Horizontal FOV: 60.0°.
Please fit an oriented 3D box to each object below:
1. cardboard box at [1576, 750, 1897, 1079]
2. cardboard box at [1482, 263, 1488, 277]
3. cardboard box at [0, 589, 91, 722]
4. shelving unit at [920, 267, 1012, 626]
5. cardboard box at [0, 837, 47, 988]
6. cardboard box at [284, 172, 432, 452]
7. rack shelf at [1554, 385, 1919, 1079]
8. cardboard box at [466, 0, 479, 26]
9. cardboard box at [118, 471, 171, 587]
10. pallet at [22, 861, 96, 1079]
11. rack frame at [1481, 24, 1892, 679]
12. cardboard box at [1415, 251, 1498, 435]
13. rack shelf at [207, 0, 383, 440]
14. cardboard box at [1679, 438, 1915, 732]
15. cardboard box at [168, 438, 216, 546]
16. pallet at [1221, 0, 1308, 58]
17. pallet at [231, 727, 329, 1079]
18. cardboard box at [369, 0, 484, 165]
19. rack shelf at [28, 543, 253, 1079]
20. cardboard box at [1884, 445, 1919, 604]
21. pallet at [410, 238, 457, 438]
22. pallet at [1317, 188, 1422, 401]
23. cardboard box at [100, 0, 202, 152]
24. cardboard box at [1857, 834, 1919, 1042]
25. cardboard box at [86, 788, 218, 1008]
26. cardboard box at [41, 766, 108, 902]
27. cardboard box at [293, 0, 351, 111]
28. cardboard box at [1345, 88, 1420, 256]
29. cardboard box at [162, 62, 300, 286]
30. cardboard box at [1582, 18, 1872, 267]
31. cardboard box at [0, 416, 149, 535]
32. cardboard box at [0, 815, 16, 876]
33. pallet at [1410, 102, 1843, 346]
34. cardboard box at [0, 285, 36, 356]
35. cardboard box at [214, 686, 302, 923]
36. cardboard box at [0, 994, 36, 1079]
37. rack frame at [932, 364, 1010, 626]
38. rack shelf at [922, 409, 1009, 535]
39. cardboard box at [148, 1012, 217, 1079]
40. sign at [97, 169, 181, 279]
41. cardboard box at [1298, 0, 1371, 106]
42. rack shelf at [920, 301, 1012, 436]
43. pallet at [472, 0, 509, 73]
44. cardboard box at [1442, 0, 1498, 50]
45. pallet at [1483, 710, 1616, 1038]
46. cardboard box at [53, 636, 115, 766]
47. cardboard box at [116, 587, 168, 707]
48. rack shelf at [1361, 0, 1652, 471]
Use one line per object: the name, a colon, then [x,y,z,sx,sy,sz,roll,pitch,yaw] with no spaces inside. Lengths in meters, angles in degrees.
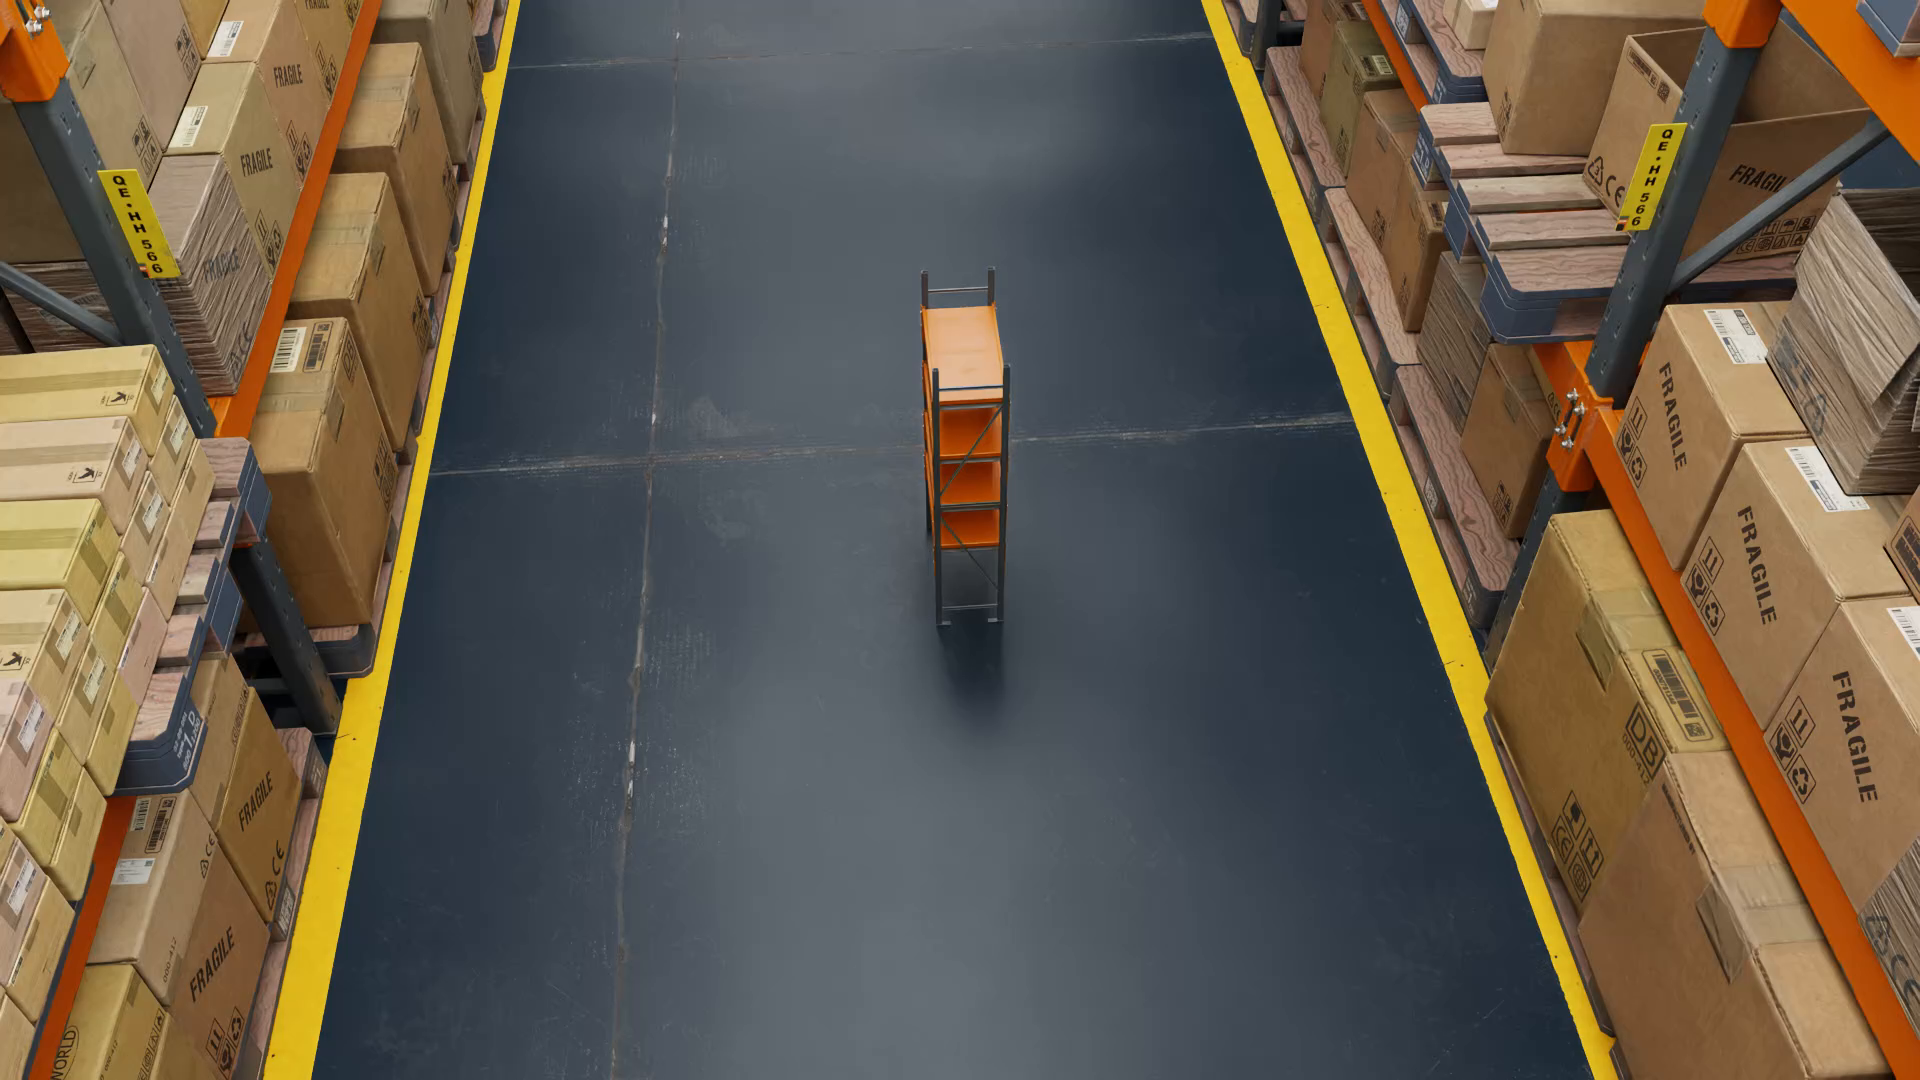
cardboard box: [2.445,1.121,4.296,1.225,0.875,0.875,-3,47,-3]
cardboard box: [2.201,-1.027,6.058,0.500,0.250,0.500,1,47,1]
cardboard box: [-2.045,0.246,3.425,0.380,0.149,0.250,-2,47,-2]
shelving unit: [0.014,-0.293,5.701,0.258,1.200,0.503,-3,47,-3]
cardboard box: [-2.004,0.720,3.181,0.380,0.149,0.250,-2,47,-2]
cardboard box: [-2.648,-0.832,6.232,1.050,0.750,0.750,-3,47,-3]
rack shelf: [2.509,1.084,3.653,1.077,0.370,4.000,-3,47,-3]
cardboard box: [-2.928,-3.150,8.341,0.875,0.875,0.875,-3,47,-3]
cardboard box: [-2.091,-0.020,3.882,0.380,0.149,0.250,-2,47,-2]
pallet: [-2.403,1.113,3.262,1.003,0.211,1.213,-3,47,-3]
rack frame: [2.341,-0.611,4.763,1.000,3.000,0.127,-3,47,-3]
cardboard box: [2.206,-0.787,6.348,0.700,0.500,0.500,-7,47,-7]
rack shelf: [-2.777,-1.582,6.178,1.077,0.370,4.000,-3,47,-3]
cardboard box: [2.156,0.096,4.024,0.500,0.500,0.500,-5,47,-4]
cardboard box: [-2.110,-0.112,4.173,0.380,0.149,0.250,-3,47,-3]
pallet: [1.915,-3.030,8.974,1.003,0.211,1.213,-3,47,-3]
pallet: [-2.546,1.142,5.023,1.003,0.211,1.213,-3,47,-3]
cardboard box: [-2.803,-2.204,7.531,1.050,0.750,0.750,-4,47,-3]
rack shelf: [-2.442,1.312,3.437,1.077,0.370,4.000,-3,47,-3]
cardboard box: [2.438,0.011,3.413,0.797,0.503,0.637,-3,47,-2]
pallet: [-2.700,-0.879,6.937,1.003,0.211,1.213,-3,47,-3]
pallet: [2.178,-1.098,7.145,1.003,0.211,1.213,-3,47,-3]
cardboard box: [-2.681,-1.452,4.802,0.700,0.500,0.500,-4,47,-4]
cardboard box: [2.243,0.828,3.331,0.500,0.500,0.500,-3,47,-3]
cardboard box: [-2.238,0.918,4.230,0.500,0.250,0.500,-3,47,-3]
cardboard box: [-2.028,0.629,3.472,0.380,0.149,0.250,-5,47,-5]
cardboard box: [-2.505,-1.851,5.868,0.500,0.500,0.500,-4,47,-4]
cardboard box: [2.105,-1.600,7.118,0.700,0.500,0.500,-7,47,-7]
cardboard box: [-2.424,-1.126,5.181,0.500,0.500,0.500,-4,47,-4]
cardboard box: [2.256,-1.178,4.942,0.500,0.500,0.500,-9,47,-8]
cardboard box: [-2.093,-0.136,3.787,0.380,0.149,0.250,-4,47,-4]
cardboard box: [-2.006,0.617,3.073,0.380,0.149,0.250,-1,47,-1]
pallet: [2.175,-1.054,5.314,1.213,0.211,1.003,-3,47,-3]
cardboard box: [-2.915,-0.726,4.803,0.500,0.500,0.500,-3,47,-3]
cardboard box: [-2.294,0.793,4.866,0.500,0.500,0.500,-4,47,-3]
cardboard box: [-1.982,1.014,3.108,0.380,0.149,0.250,-5,47,-5]
rack frame: [0.034,-0.116,5.534,0.240,1.200,0.015,-3,47,-3]
rack shelf: [0.014,-0.247,5.750,0.258,0.148,0.480,-3,47,-3]
cardboard box: [-2.194,1.550,4.148,0.500,0.500,0.500,-5,47,-5]
sign: [-2.070,-0.793,4.192,0.100,0.325,0.005,-3,47,-3]
cardboard box: [2.036,-2.351,7.829,0.700,0.500,0.500,-7,47,-6]
rack shelf: [0.014,-0.563,5.416,0.258,0.148,0.480,-3,47,-3]
pallet: [-2.930,-2.873,8.825,1.003,0.211,1.213,-3,47,-3]
cardboard box: [1.933,-1.899,5.786,0.396,0.266,0.258,-5,47,-4]
pallet: [2.332,0.923,5.230,1.003,0.211,1.213,-3,47,-3]
cardboard box: [-2.046,0.351,3.530,0.380,0.149,0.250,-3,47,-3]
cardboard box: [-2.069,0.254,3.827,0.380,0.149,0.250,-3,47,-3]
rack shelf: [2.174,-1.810,6.394,1.077,0.370,4.000,-3,47,-3]
